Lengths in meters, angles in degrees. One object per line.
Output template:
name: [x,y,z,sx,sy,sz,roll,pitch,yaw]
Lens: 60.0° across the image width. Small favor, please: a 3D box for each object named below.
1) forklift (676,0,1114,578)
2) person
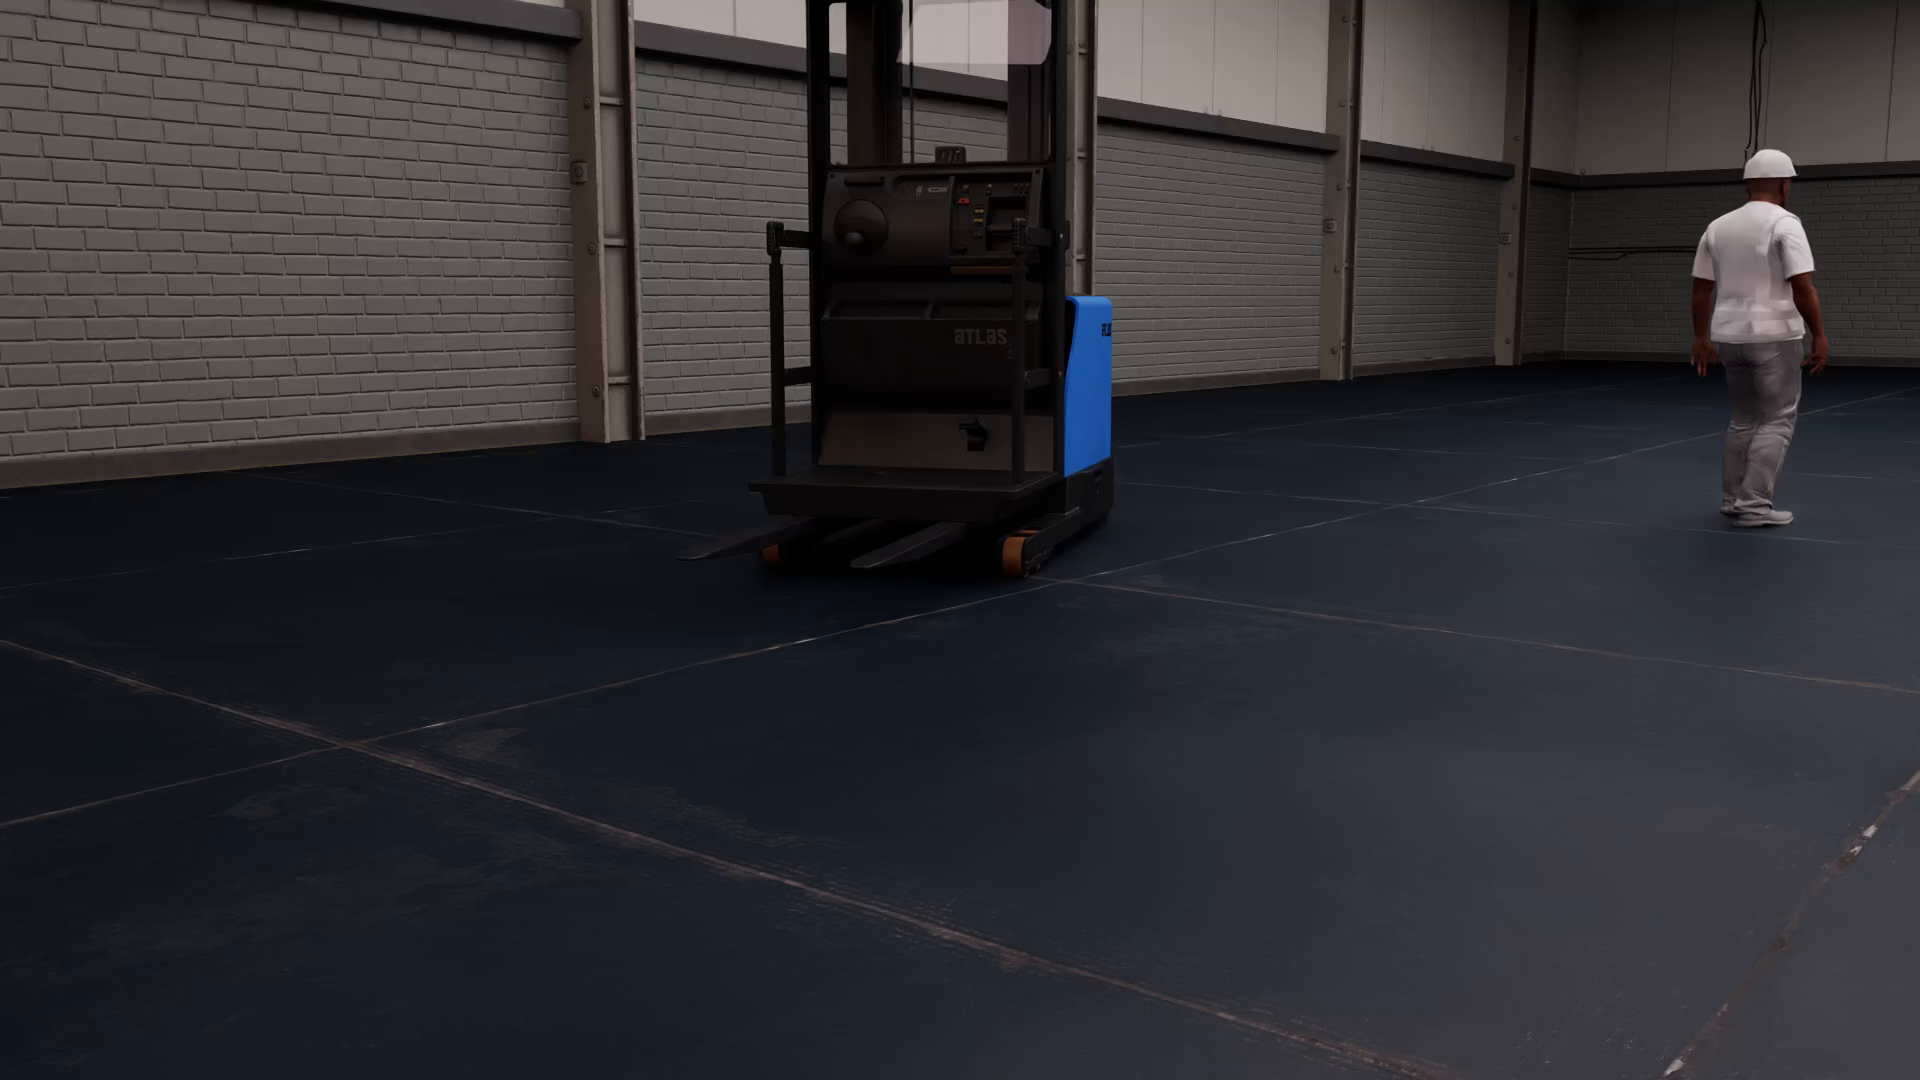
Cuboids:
forklift: [-0.176,-1.366,6.616,1.130,2.935,3.031,3,9,17]
person: [3.841,-0.929,7.880,0.522,1.796,0.661,-3,9,-22]
